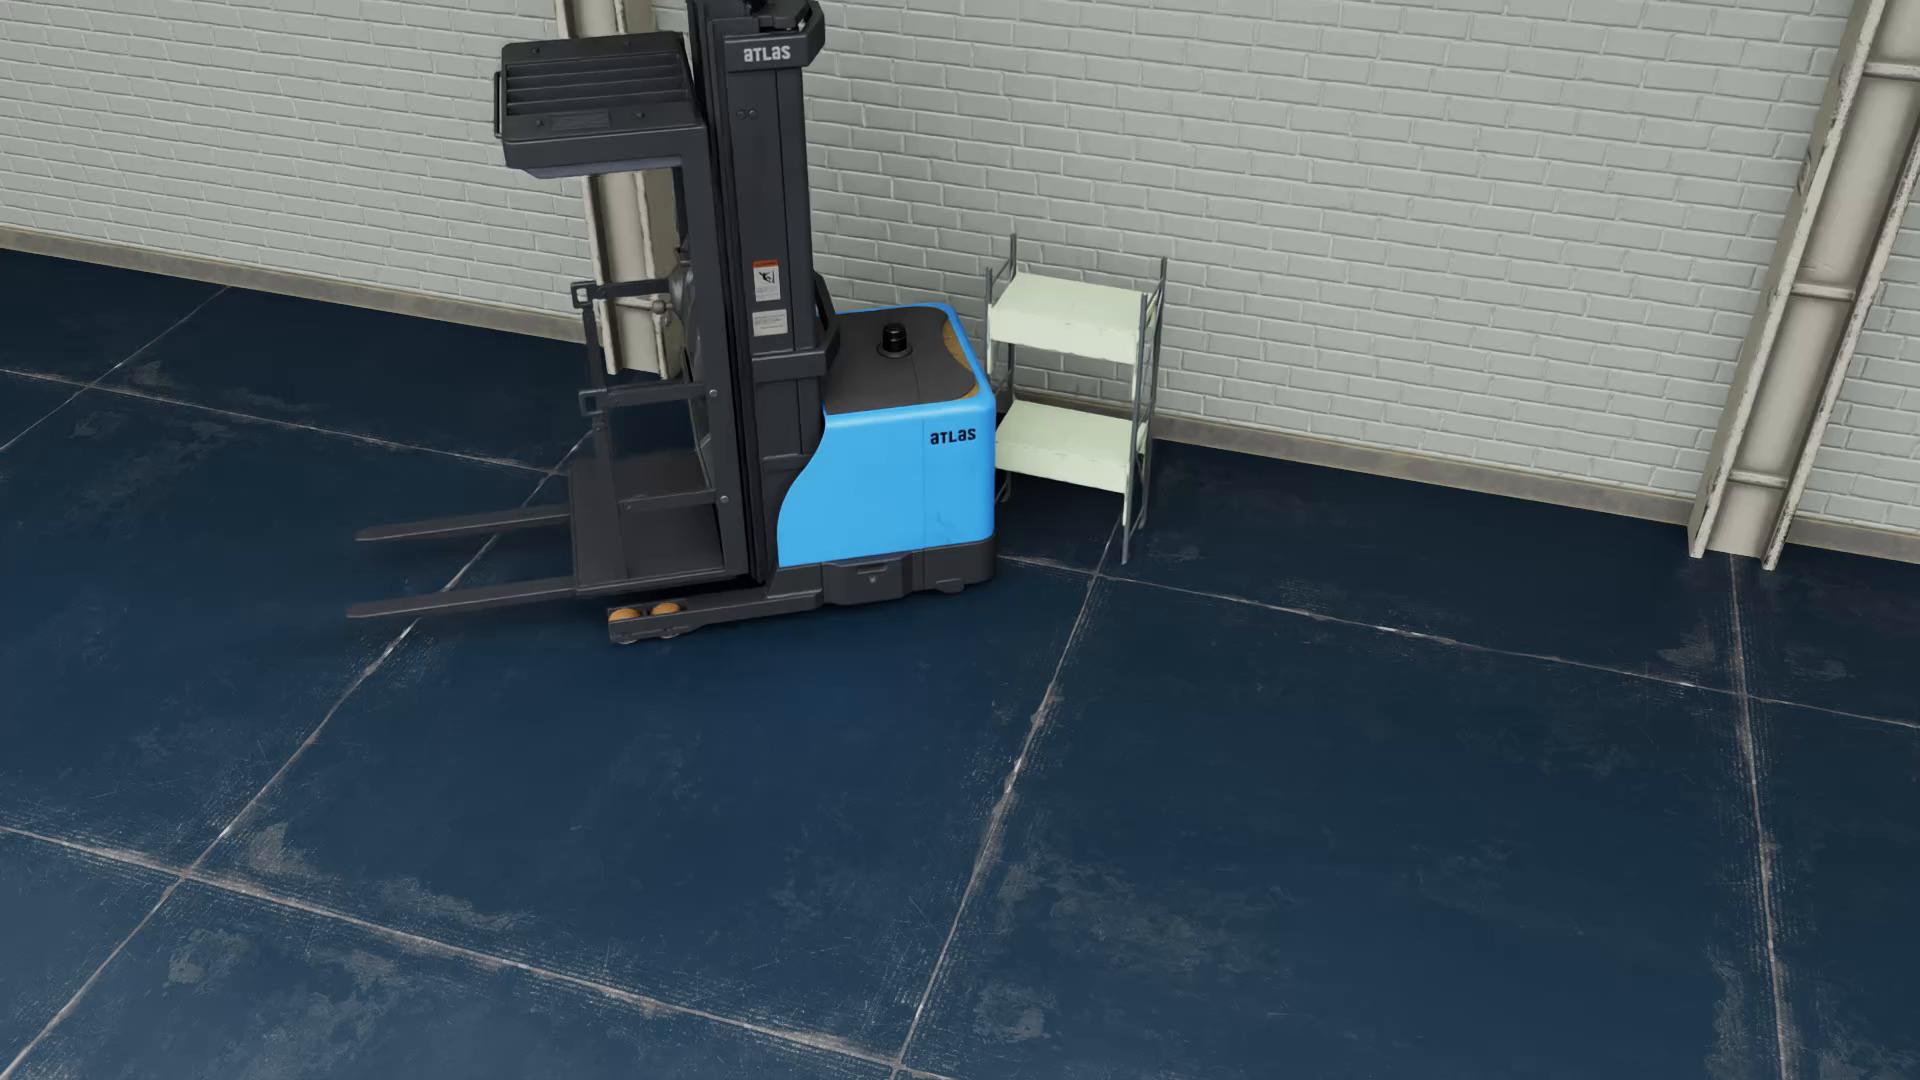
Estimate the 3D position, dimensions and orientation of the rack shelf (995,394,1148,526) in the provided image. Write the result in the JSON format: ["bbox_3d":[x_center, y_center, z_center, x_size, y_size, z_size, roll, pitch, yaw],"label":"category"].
[{"bbox_3d":[0.537,-0.404,8.269,0.720,0.370,0.431,12,38,16],"label":"rack shelf"}]

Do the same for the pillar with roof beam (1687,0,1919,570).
[{"bbox_3d":[2.605,-1.159,2.418,0.400,9.000,9.100,10,38,14],"label":"pillar with roof beam"}]

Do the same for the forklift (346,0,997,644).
[{"bbox_3d":[-1.395,-1.039,7.374,3.031,2.935,1.130,-8,37,-10],"label":"forklift"}]

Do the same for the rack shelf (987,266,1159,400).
[{"bbox_3d":[0.537,-0.981,7.845,0.720,0.370,0.431,12,38,16],"label":"rack shelf"}]

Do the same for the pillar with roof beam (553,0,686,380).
[{"bbox_3d":[-3.122,-2.219,3.859,0.400,9.000,9.100,10,38,14],"label":"pillar with roof beam"}]

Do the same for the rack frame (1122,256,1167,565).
[{"bbox_3d":[0.882,-0.594,7.977,0.023,1.500,0.400,12,38,16],"label":"rack frame"}]

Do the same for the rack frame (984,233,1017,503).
[{"bbox_3d":[0.192,-0.740,8.175,0.023,1.500,0.400,12,38,16],"label":"rack frame"}]

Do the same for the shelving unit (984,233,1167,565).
[{"bbox_3d":[0.537,-0.667,8.076,0.755,1.500,0.431,12,38,16],"label":"shelving unit"}]
